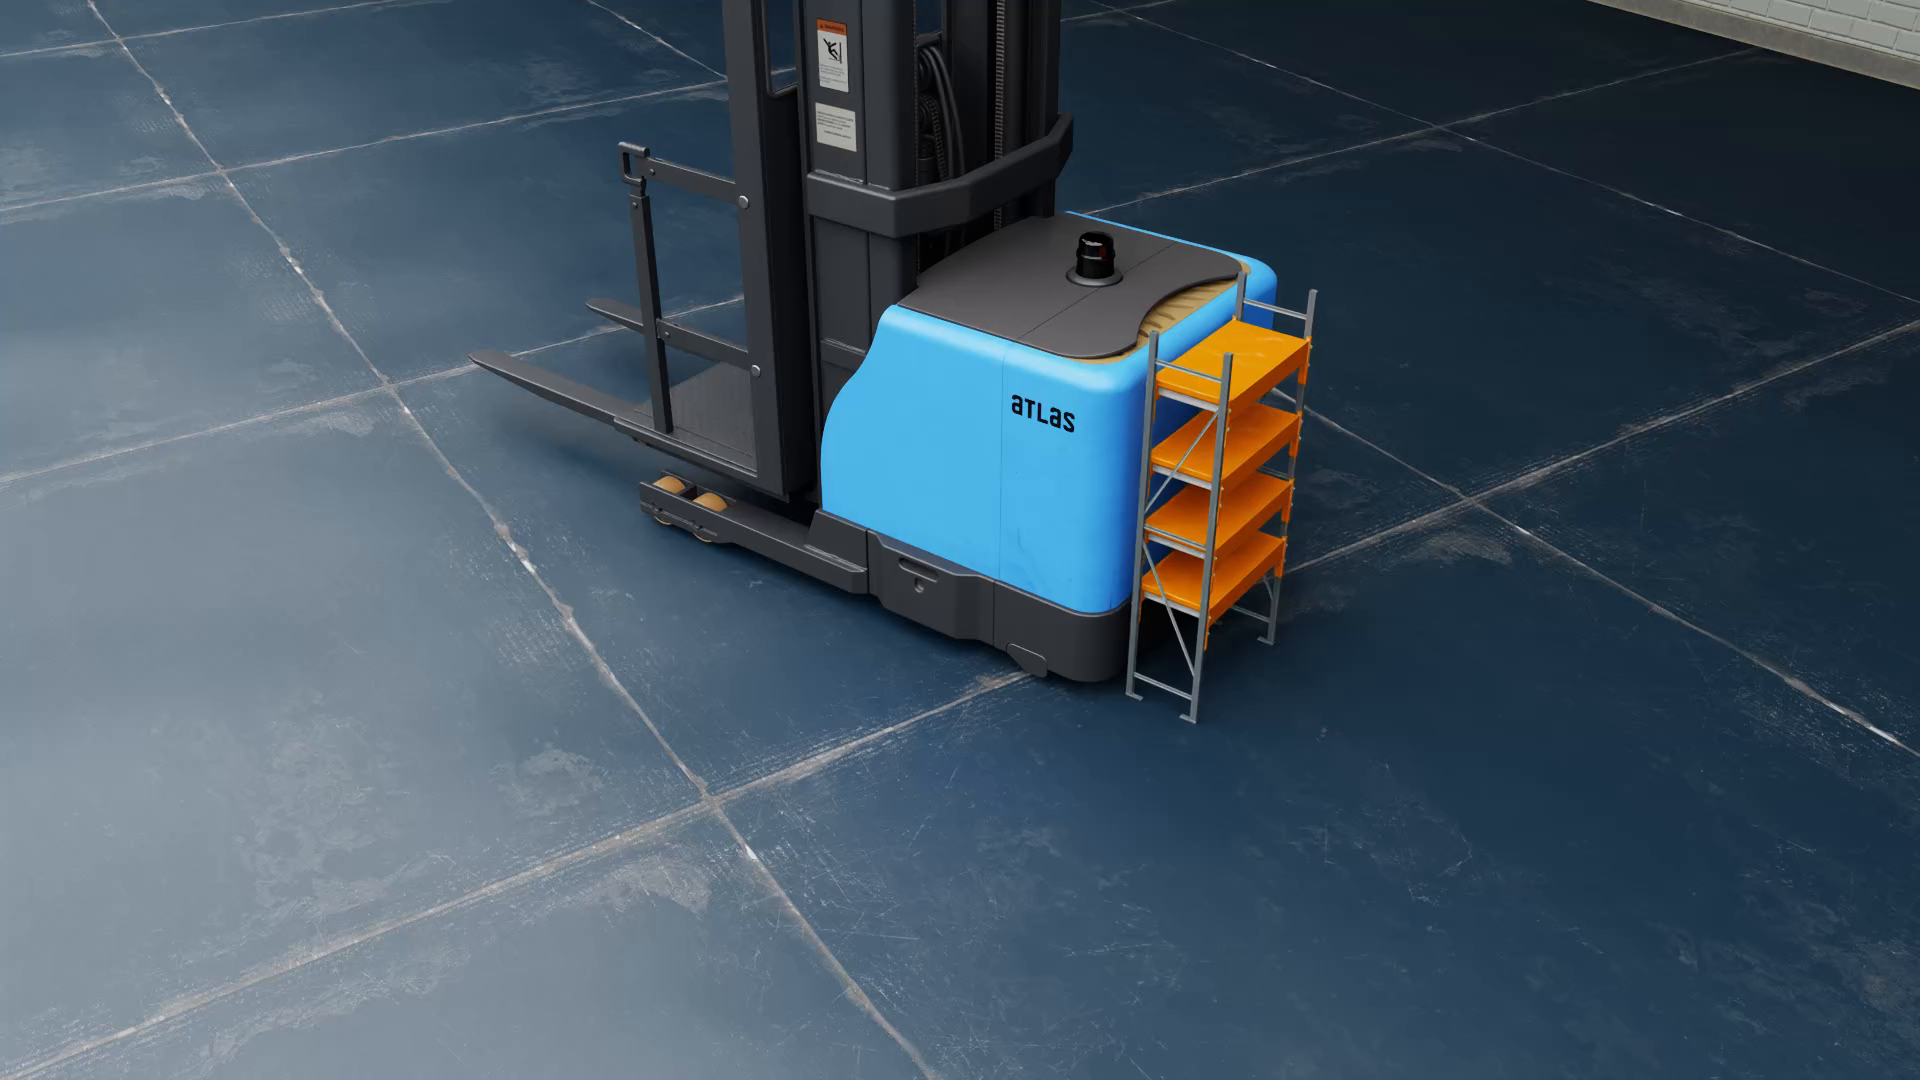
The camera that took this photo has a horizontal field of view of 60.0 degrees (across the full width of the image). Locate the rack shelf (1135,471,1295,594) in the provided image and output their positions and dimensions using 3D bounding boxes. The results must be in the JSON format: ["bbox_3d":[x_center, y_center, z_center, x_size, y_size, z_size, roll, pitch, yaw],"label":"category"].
[{"bbox_3d":[0.744,-0.054,4.837,0.258,0.148,0.480,21,38,30],"label":"rack shelf"}]

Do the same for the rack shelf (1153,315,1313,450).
[{"bbox_3d":[0.744,-0.443,4.591,0.258,0.148,0.480,21,38,30],"label":"rack shelf"}]

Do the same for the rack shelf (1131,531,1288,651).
[{"bbox_3d":[0.744,0.114,4.943,0.258,0.148,0.480,21,38,30],"label":"rack shelf"}]

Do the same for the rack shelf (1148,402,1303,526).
[{"bbox_3d":[0.744,-0.243,4.717,0.258,0.148,0.480,21,38,30],"label":"rack shelf"}]

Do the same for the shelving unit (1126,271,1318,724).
[{"bbox_3d":[0.744,-0.111,4.801,0.258,1.200,0.503,21,38,30],"label":"shelving unit"}]

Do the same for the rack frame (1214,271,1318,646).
[{"bbox_3d":[0.889,-0.215,4.967,0.240,1.200,0.015,21,38,30],"label":"rack frame"}]

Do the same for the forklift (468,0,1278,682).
[{"bbox_3d":[-0.501,-1.436,5.280,3.031,2.935,1.130,21,38,30],"label":"forklift"}]

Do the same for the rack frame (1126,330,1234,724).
[{"bbox_3d":[0.600,-0.006,4.635,0.240,1.200,0.015,21,38,30],"label":"rack frame"}]
